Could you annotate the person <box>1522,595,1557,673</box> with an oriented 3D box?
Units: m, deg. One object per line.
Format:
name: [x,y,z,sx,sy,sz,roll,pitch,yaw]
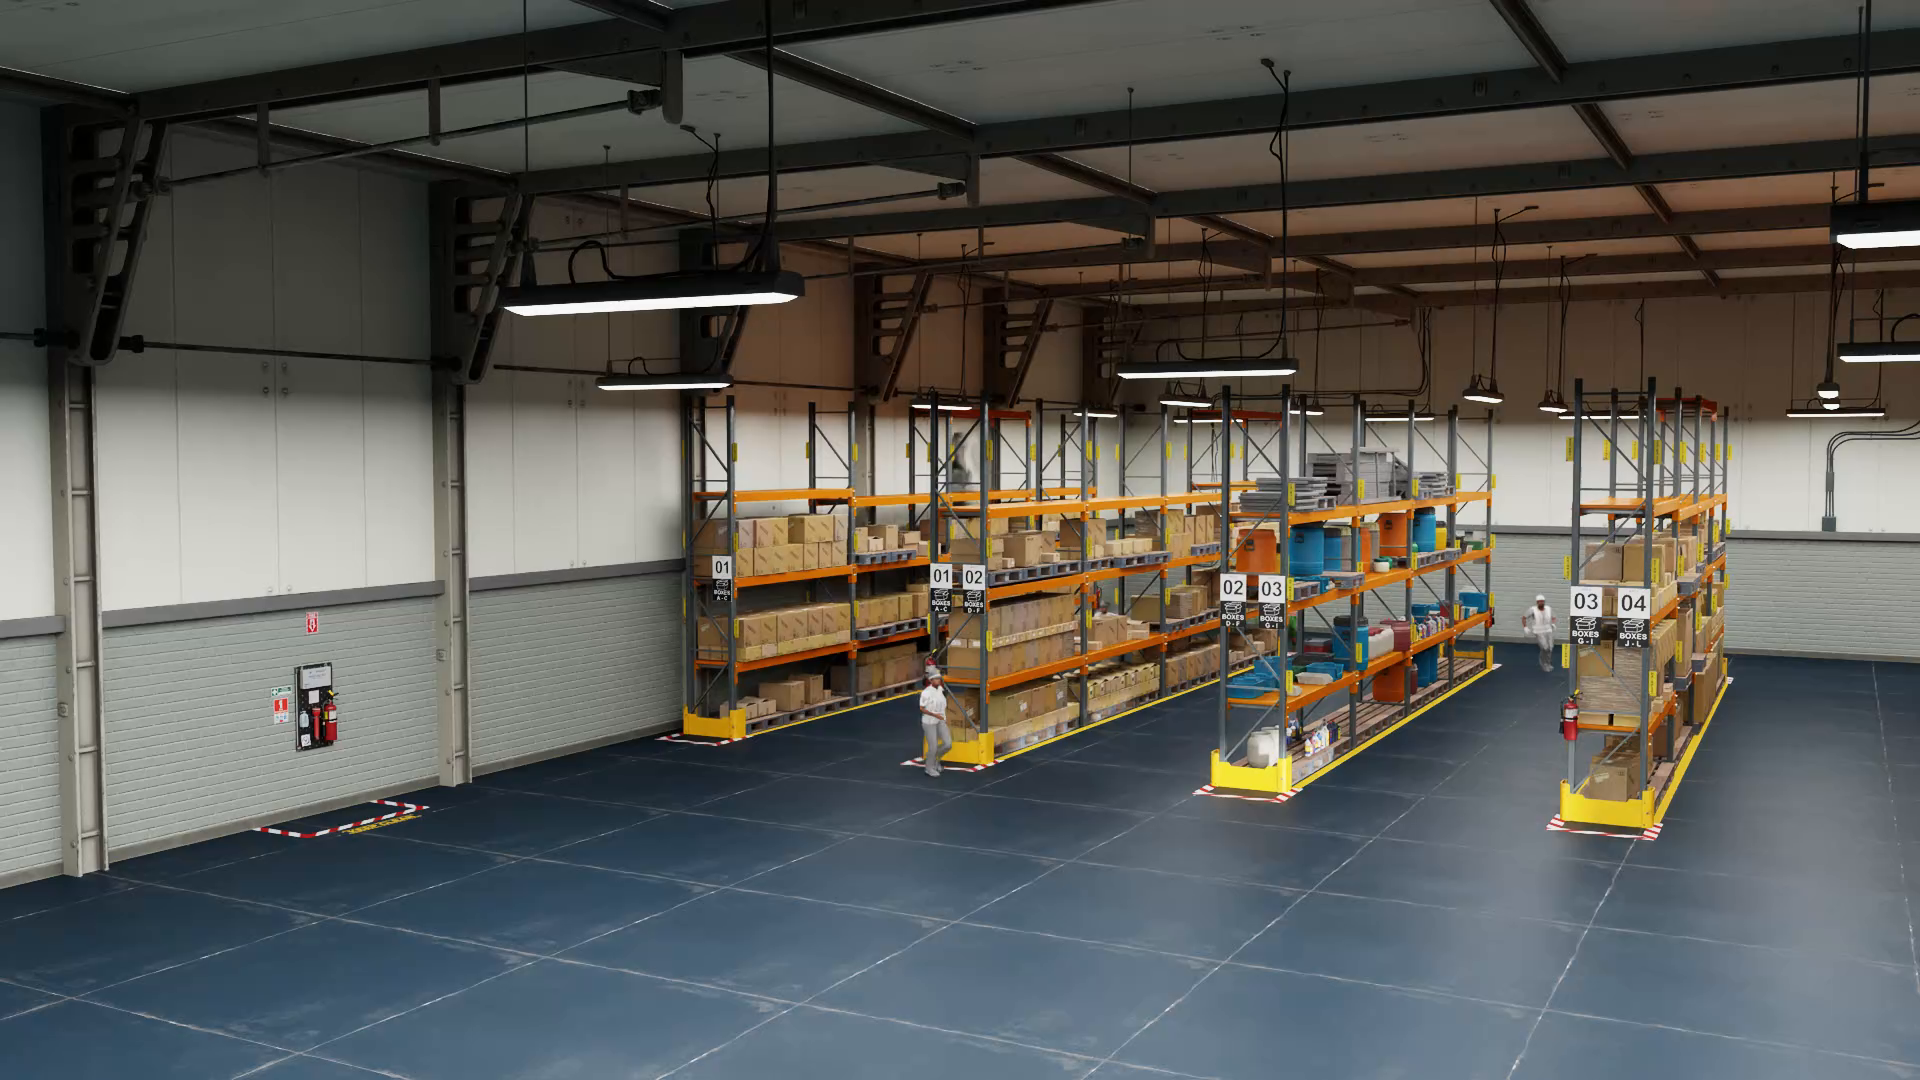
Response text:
person: [13.252,2.136,37.904,0.748,1.784,0.633,0,3,-6]

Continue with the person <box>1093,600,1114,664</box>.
person: [3.205,2.217,36.767,0.673,1.790,0.814,1,3,23]

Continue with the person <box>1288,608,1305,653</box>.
person: [8.304,1.939,41.779,0.693,1.809,0.863,-2,4,-38]

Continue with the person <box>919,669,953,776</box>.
person: [-0.364,2.819,25.636,0.578,1.666,0.562,-3,4,-41]
